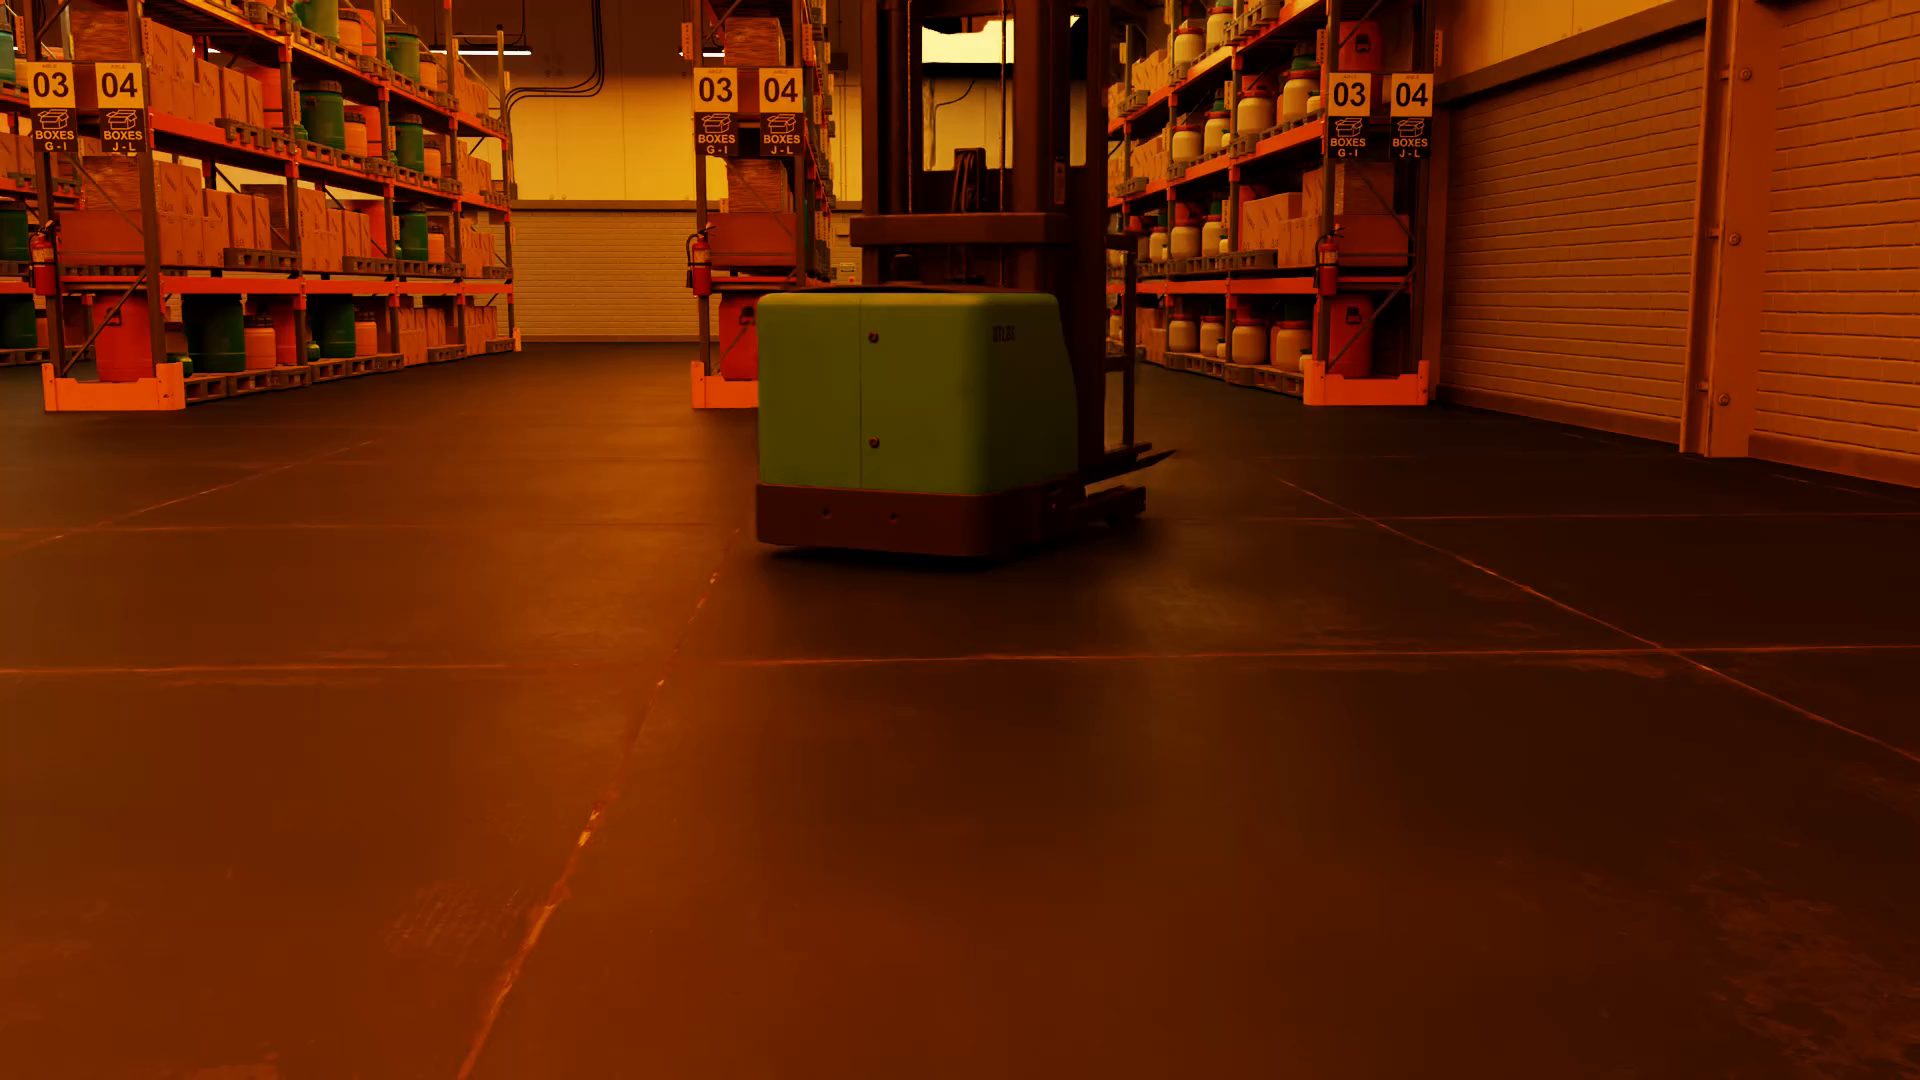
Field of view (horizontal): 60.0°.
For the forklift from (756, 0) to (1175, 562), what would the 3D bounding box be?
[{"bbox_3d":[0.240,-1.541,7.709,1.130,2.935,3.031,4,9,24],"label":"forklift"}]
